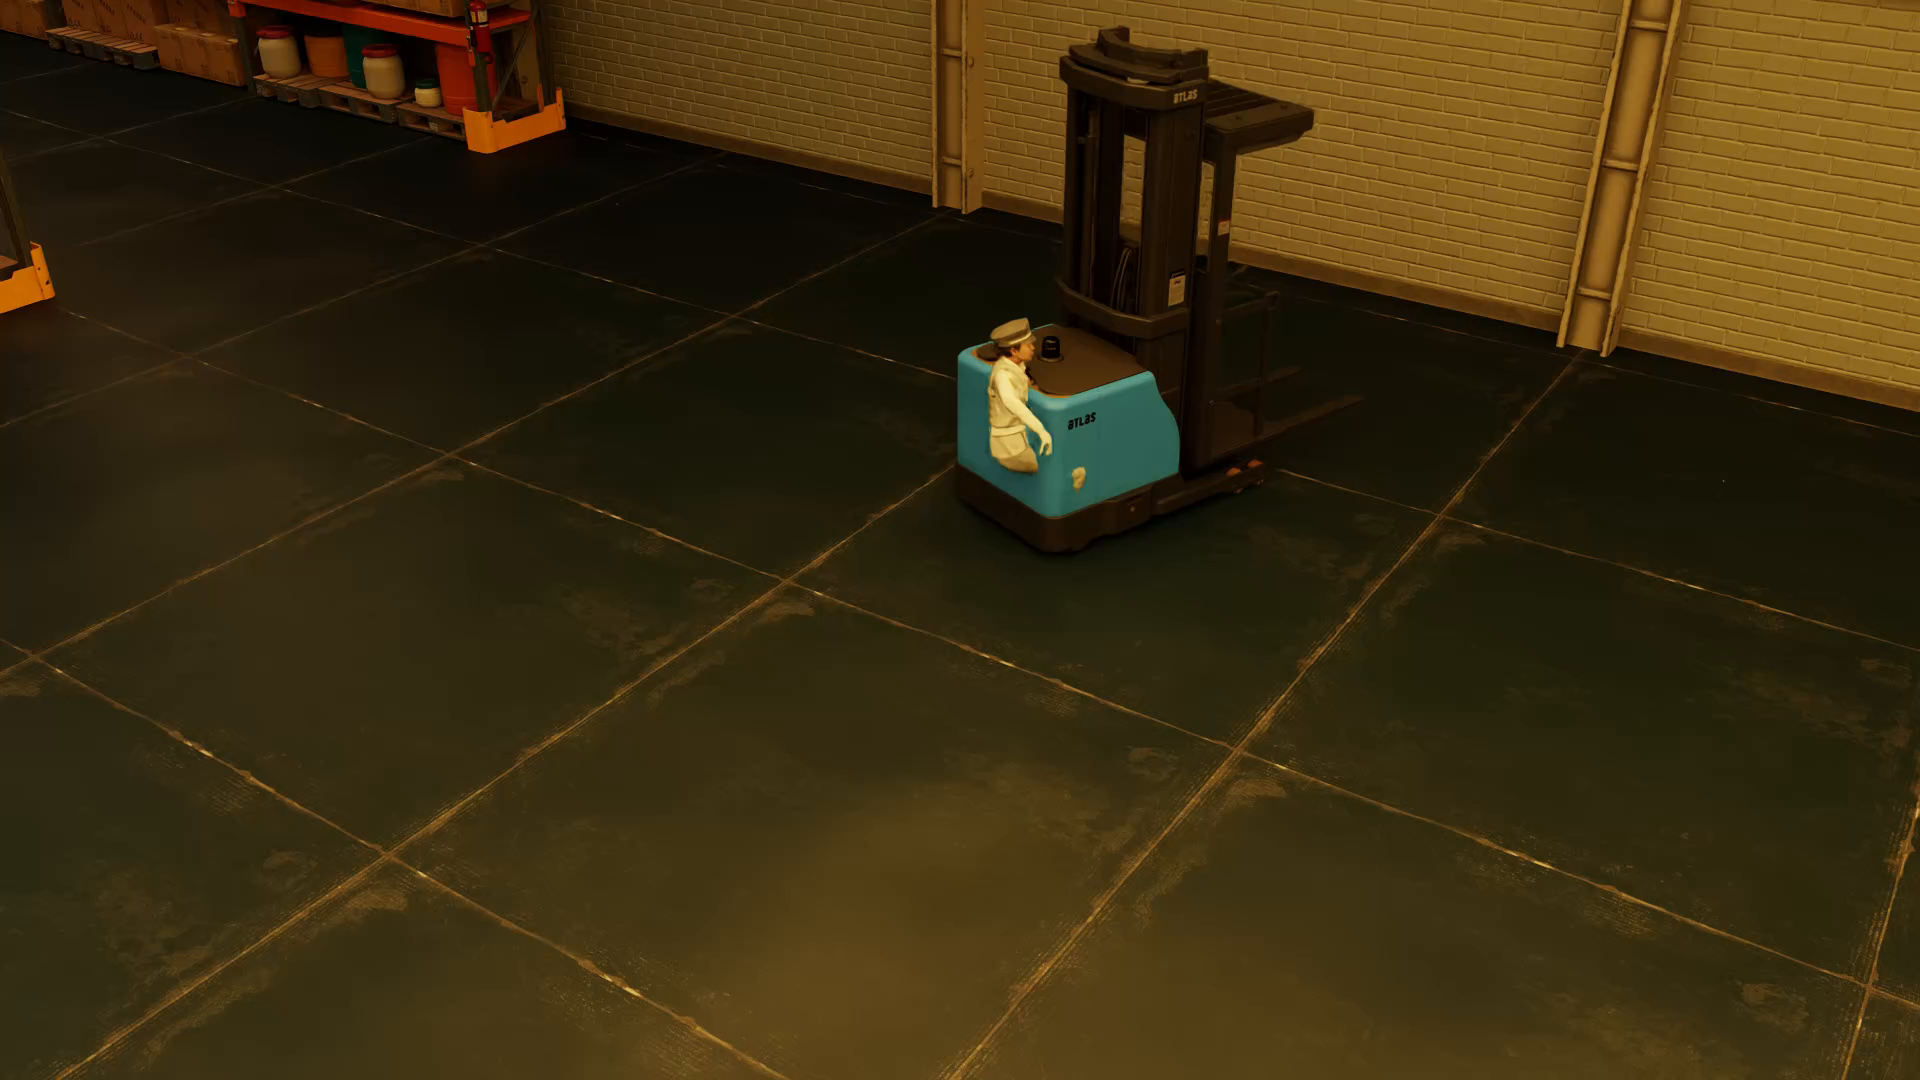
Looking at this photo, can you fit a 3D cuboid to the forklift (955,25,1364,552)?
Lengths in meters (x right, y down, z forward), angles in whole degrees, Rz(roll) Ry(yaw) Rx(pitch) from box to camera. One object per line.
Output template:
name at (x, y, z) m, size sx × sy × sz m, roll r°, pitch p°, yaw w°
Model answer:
forklift at (1.455, -1.770, 10.629) m, size 3.031 × 2.935 × 1.130 m, roll -20°, pitch 36°, yaw -31°

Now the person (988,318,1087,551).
person at (0.570, -0.635, 10.140) m, size 0.798 × 1.453 × 0.984 m, roll 0°, pitch 30°, yaw 0°
